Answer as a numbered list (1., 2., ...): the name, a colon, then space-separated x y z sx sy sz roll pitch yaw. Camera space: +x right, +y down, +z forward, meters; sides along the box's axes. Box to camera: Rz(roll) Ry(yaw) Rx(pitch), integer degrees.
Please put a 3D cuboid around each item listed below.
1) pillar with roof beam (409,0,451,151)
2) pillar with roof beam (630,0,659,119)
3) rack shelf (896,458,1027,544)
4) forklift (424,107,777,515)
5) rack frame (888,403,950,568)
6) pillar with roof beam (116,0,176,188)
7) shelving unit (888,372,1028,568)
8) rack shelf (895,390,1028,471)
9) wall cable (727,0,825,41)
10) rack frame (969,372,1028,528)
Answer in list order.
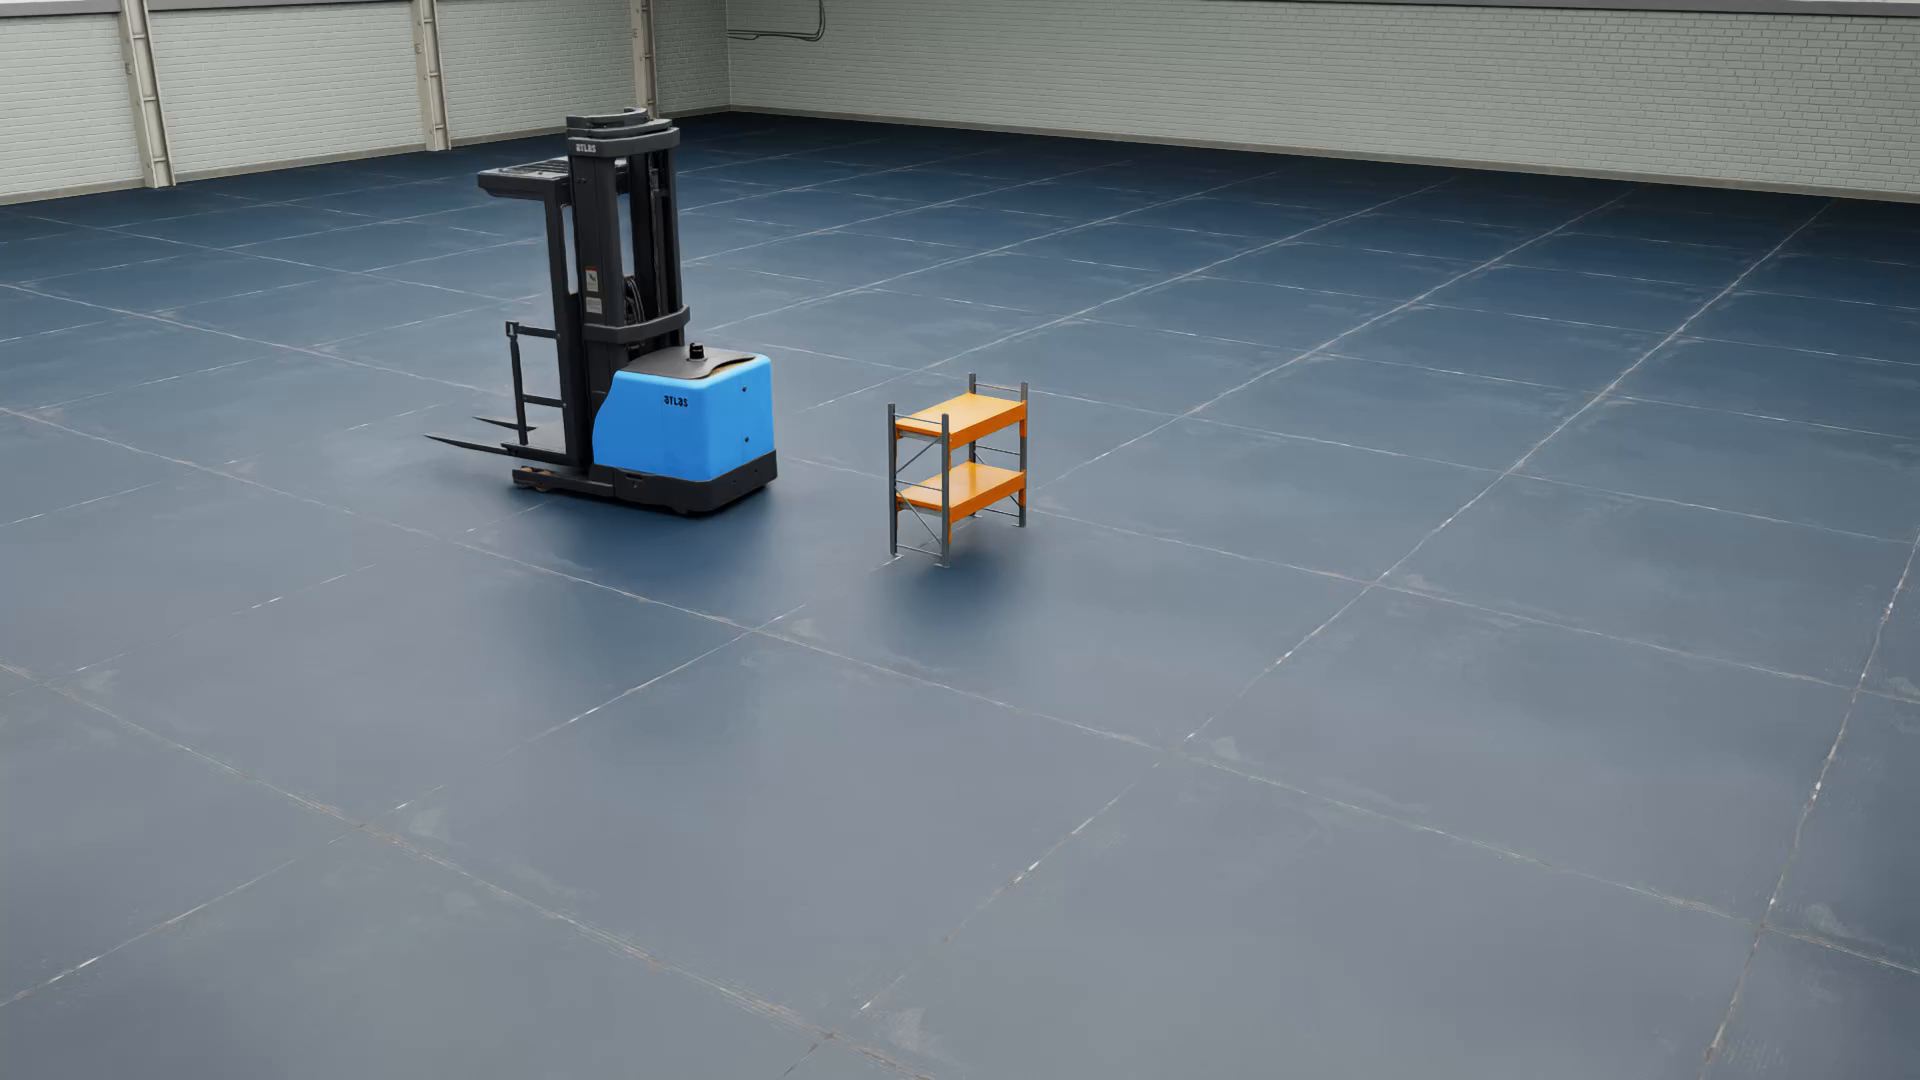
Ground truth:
1. pillar with roof beam: -6.966 -11.260 29.735 9.100 9.000 0.400 13 24 32
2. pillar with roof beam: -3.593 -12.982 34.389 9.100 9.000 0.400 13 24 32
3. rack shelf: -0.004 -0.296 12.149 0.538 0.278 1.000 13 24 32
4. forklift: -3.024 -1.911 13.207 3.031 2.935 1.130 10 23 26
5. rack frame: -0.290 -0.380 11.670 0.500 1.125 0.032 13 24 32
6. pillar with roof beam: -10.339 -9.539 25.081 9.100 9.000 0.400 13 24 32
7. shelving unit: -0.004 -0.526 12.065 0.538 1.125 1.048 13 24 32
8. rack shelf: -0.004 -0.800 11.963 0.538 0.278 1.000 13 24 32
9. wall cable: -4.404 -12.952 38.786 3.097 2.526 0.112 13 24 32
10. rack frame: 0.282 -0.671 12.459 0.500 1.125 0.032 13 24 32
